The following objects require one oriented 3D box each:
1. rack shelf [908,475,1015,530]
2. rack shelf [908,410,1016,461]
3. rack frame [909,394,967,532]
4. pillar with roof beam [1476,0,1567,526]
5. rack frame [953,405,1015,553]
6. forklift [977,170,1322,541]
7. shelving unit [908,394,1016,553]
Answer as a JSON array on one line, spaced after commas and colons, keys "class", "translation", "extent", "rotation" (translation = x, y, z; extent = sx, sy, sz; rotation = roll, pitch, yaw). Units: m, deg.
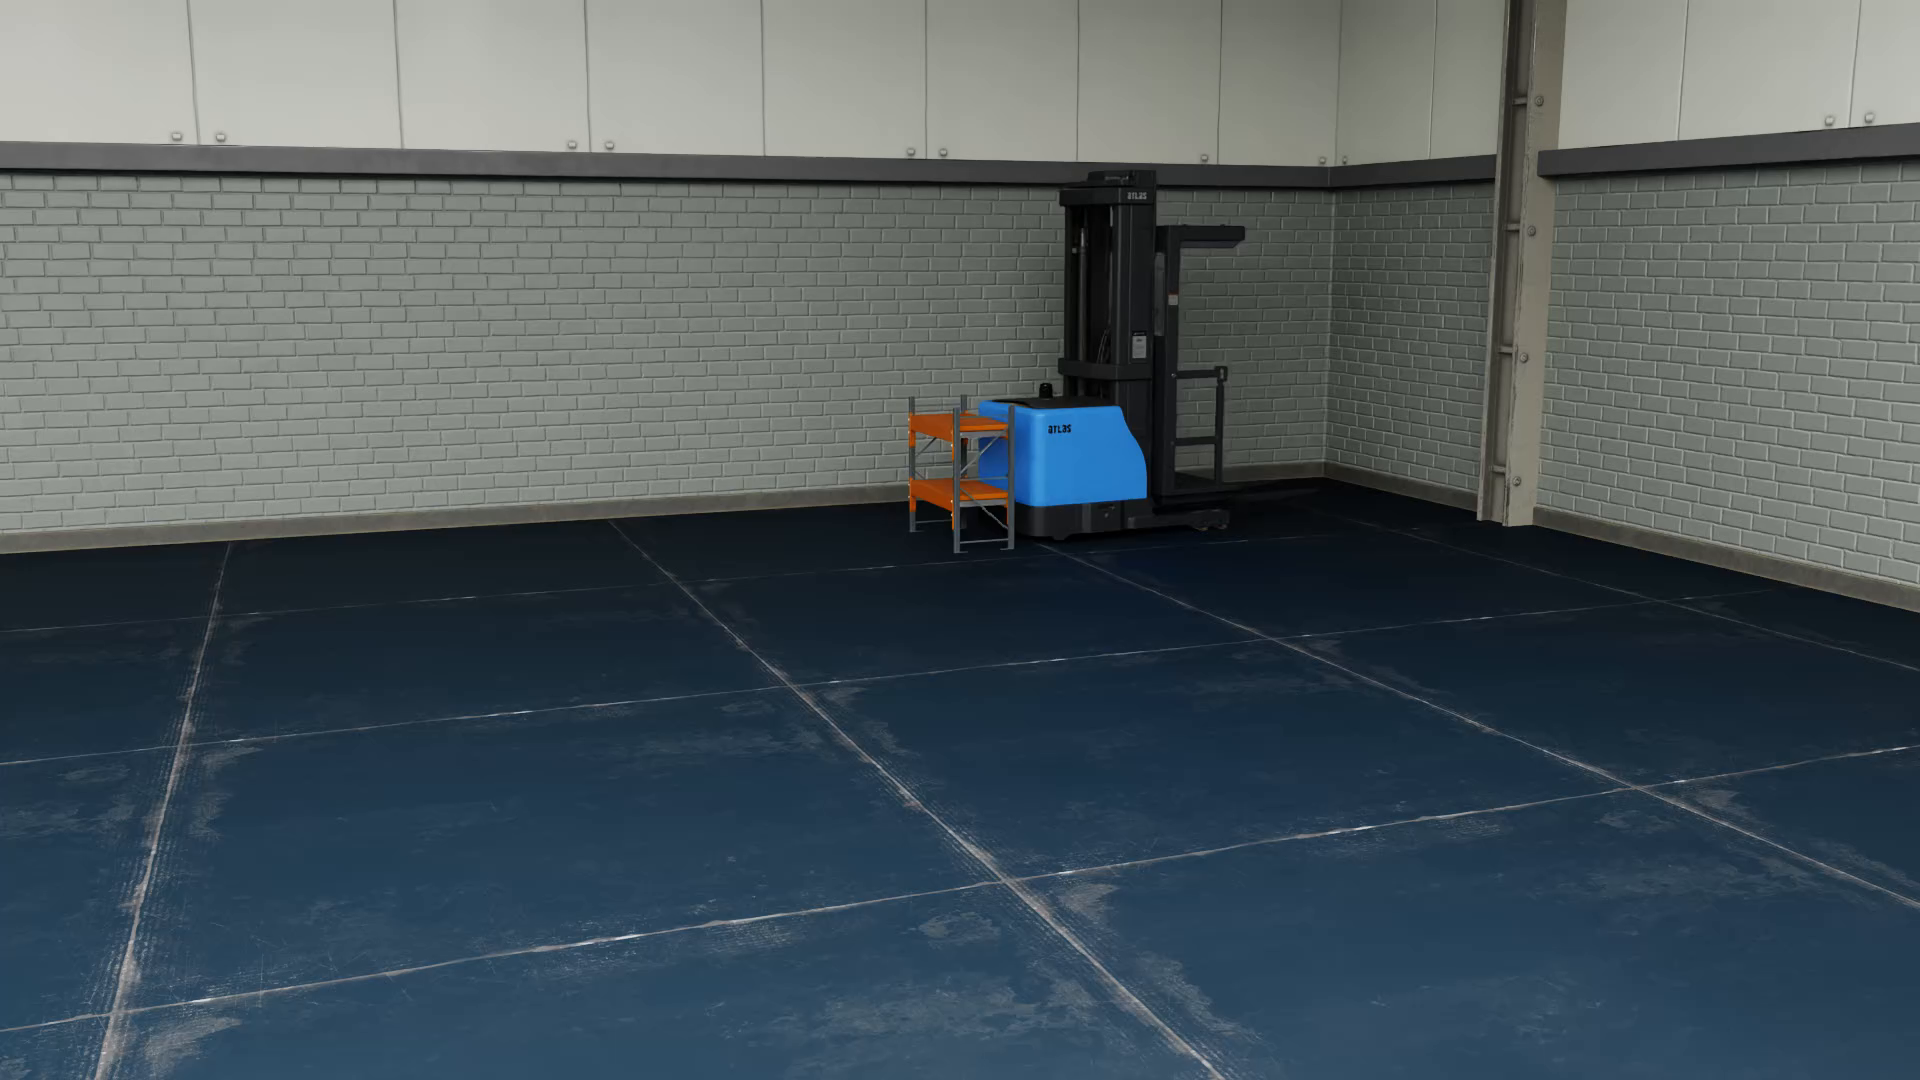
[{"class": "rack shelf", "translation": [0.002, -0.312, 13.358], "extent": [0.538, 0.278, 1.000], "rotation": [-4, 11, -21]}, {"class": "rack shelf", "translation": [0.002, -0.841, 13.264], "extent": [0.538, 0.278, 1.000], "rotation": [-4, 11, -21]}, {"class": "rack frame", "translation": [-0.182, -0.636, 13.782], "extent": [0.500, 1.125, 0.032], "rotation": [-4, 11, -21]}, {"class": "pillar with roof beam", "translation": [0.679, -4.313, 11.974], "extent": [9.100, 9.000, 0.400], "rotation": [-4, 11, -21]}, {"class": "rack frame", "translation": [0.187, -0.470, 12.849], "extent": [0.500, 1.125, 0.032], "rotation": [-4, 11, -21]}, {"class": "forklift", "translation": [1.690, -1.594, 14.012], "extent": [3.031, 2.935, 1.130], "rotation": [-5, 11, -27]}, {"class": "shelving unit", "translation": [0.002, -0.553, 13.315], "extent": [0.538, 1.125, 1.048], "rotation": [-4, 11, -21]}]
